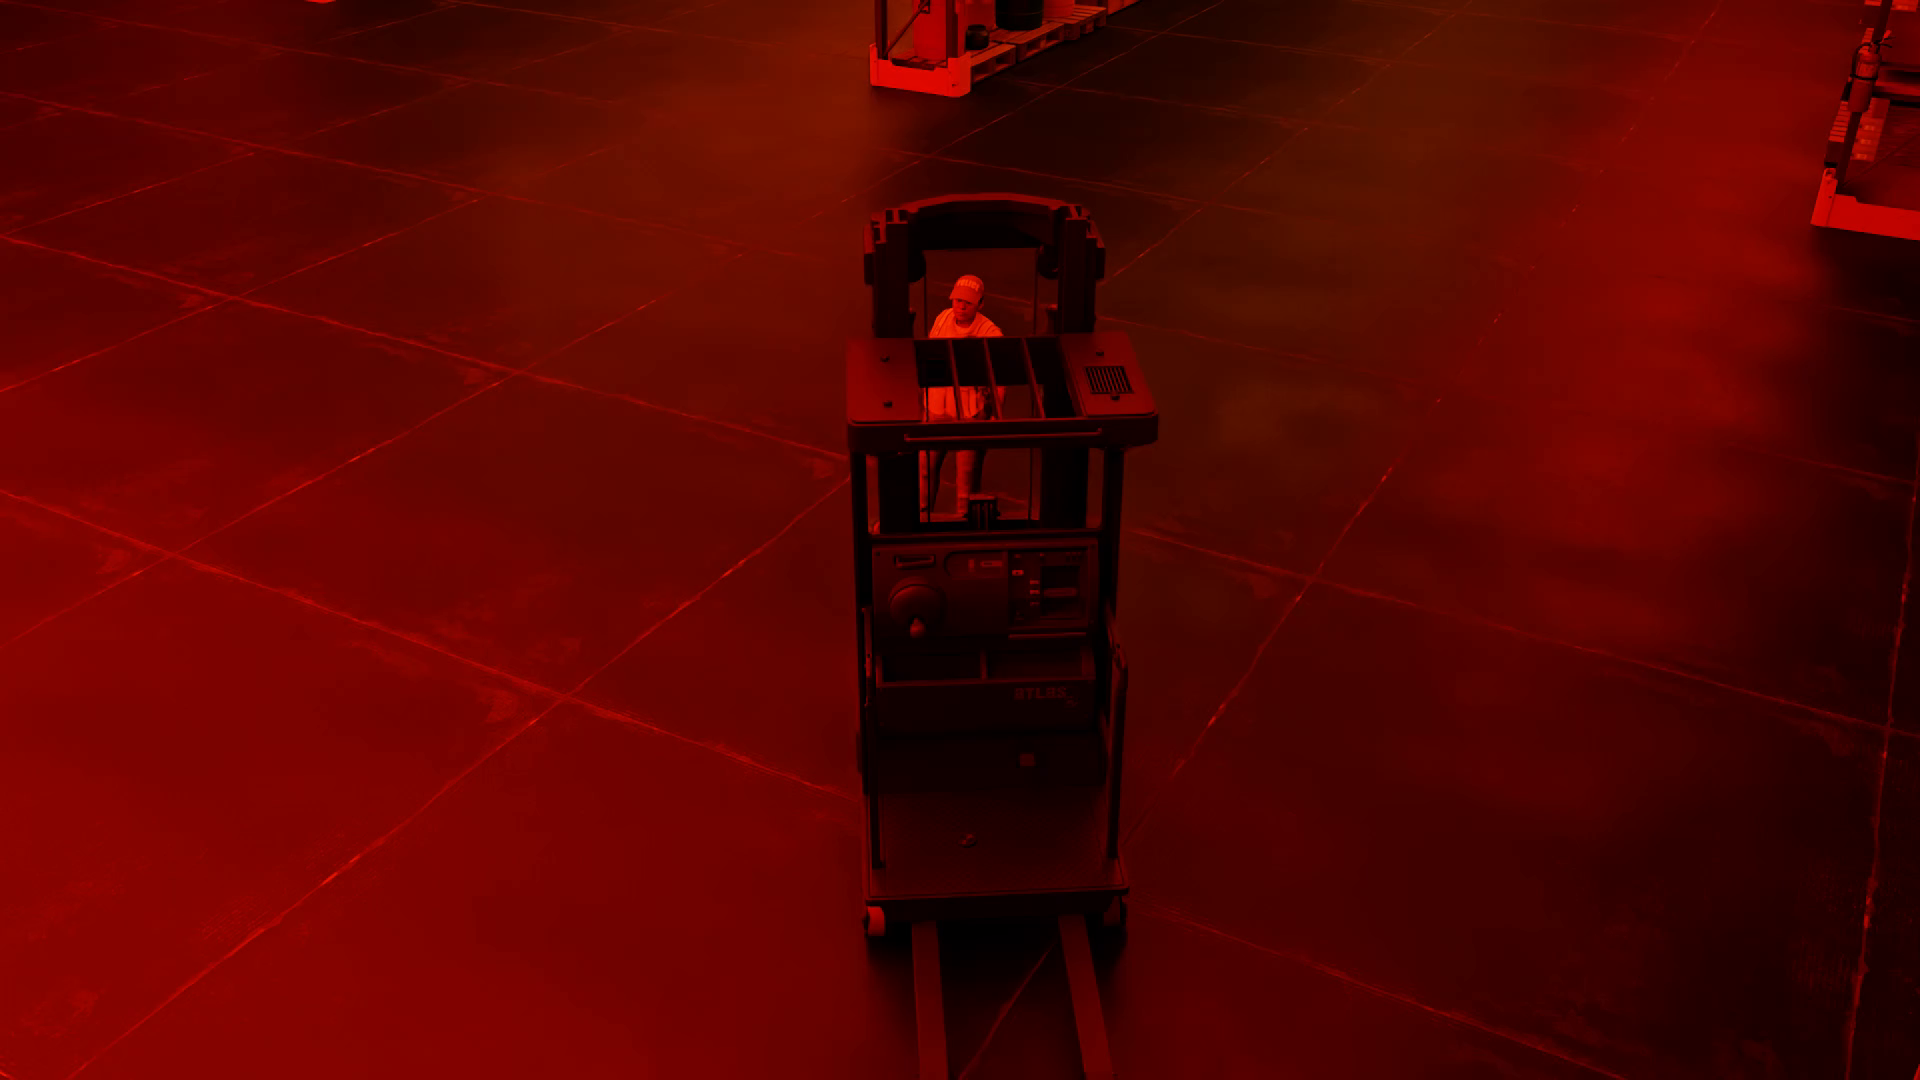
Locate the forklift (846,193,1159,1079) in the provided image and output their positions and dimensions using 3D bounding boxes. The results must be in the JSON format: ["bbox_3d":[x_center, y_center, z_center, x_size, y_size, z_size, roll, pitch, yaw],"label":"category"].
[{"bbox_3d":[0.124,0.249,6.640,1.130,2.935,3.031,-2,30,-3],"label":"forklift"}]

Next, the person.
[{"bbox_3d":[-0.057,-0.700,9.534,0.598,1.670,0.529,15,33,25],"label":"person"}]
